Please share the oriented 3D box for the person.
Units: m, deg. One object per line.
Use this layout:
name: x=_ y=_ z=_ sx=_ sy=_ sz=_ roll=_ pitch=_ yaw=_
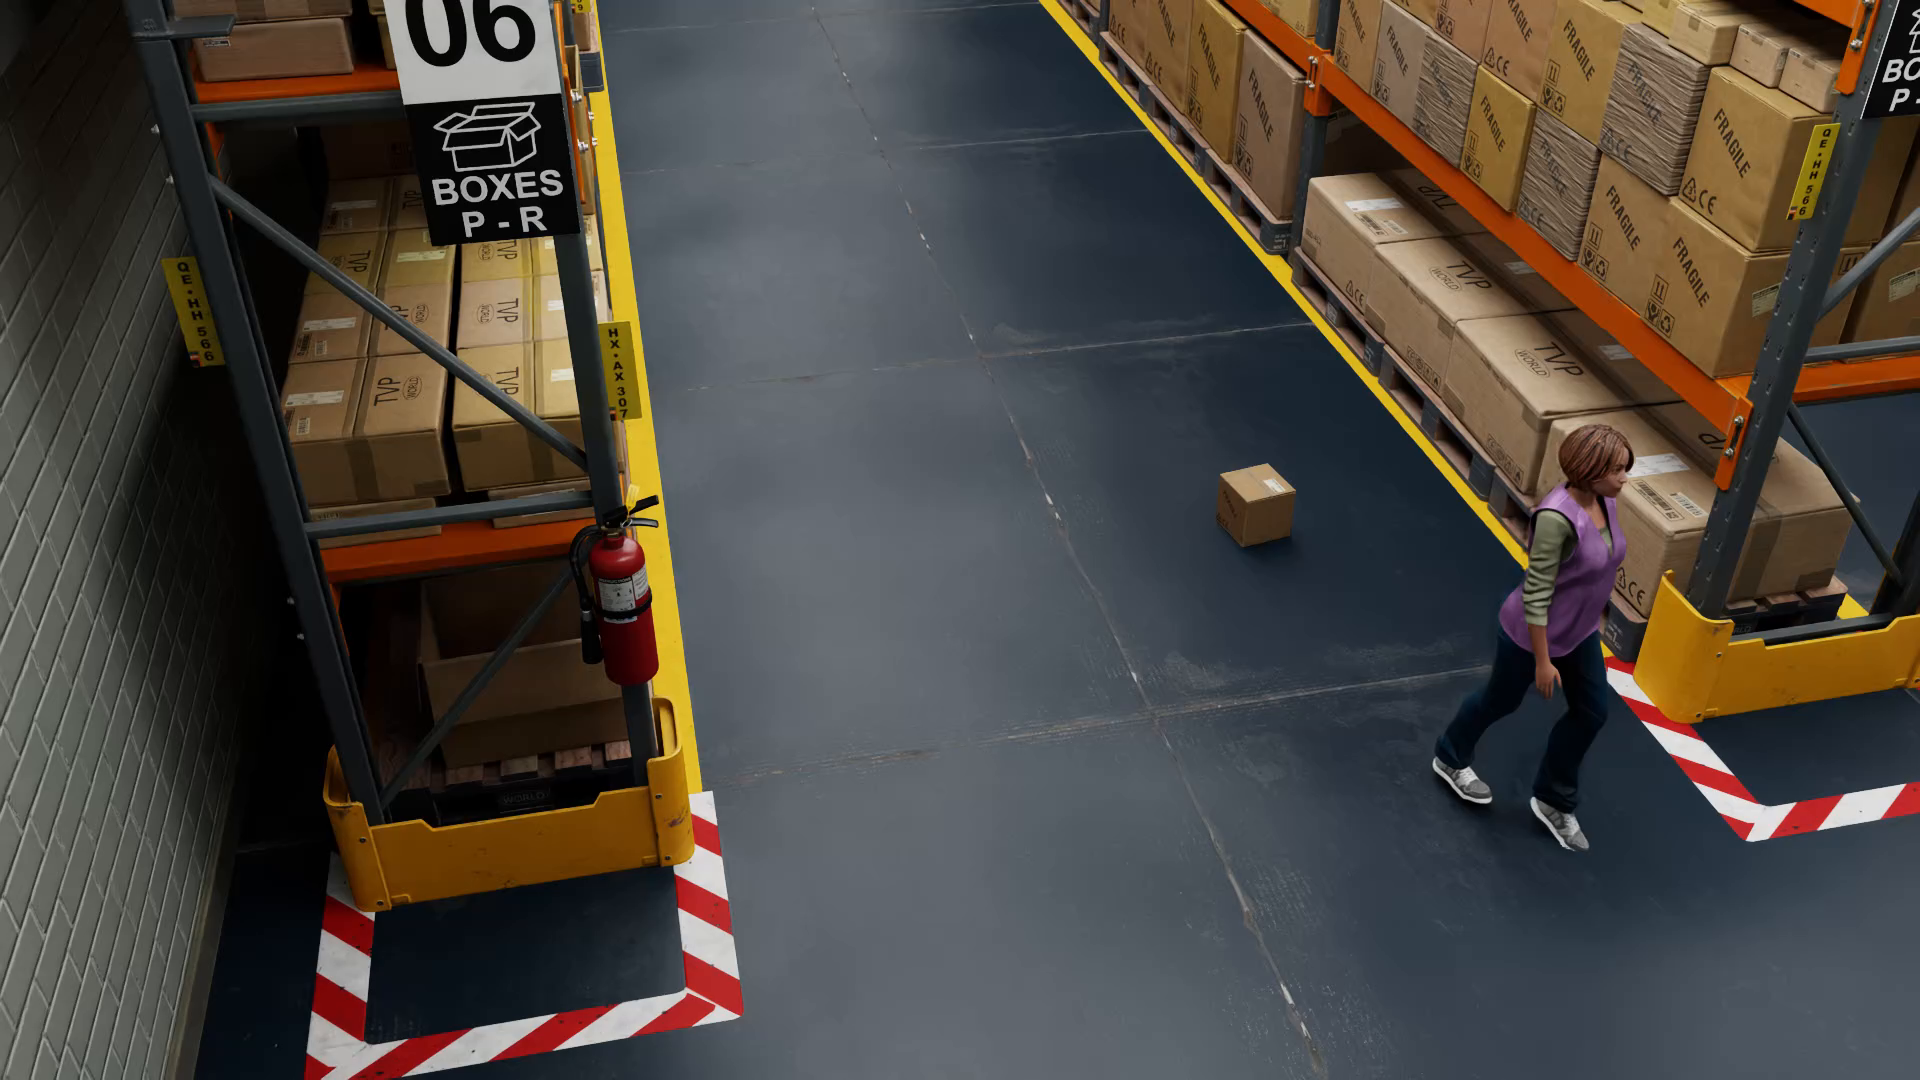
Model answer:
person: x=2.027 y=0.339 z=5.688 sx=0.466 sy=1.634 sz=0.630 roll=-25 pitch=42 yaw=-31
